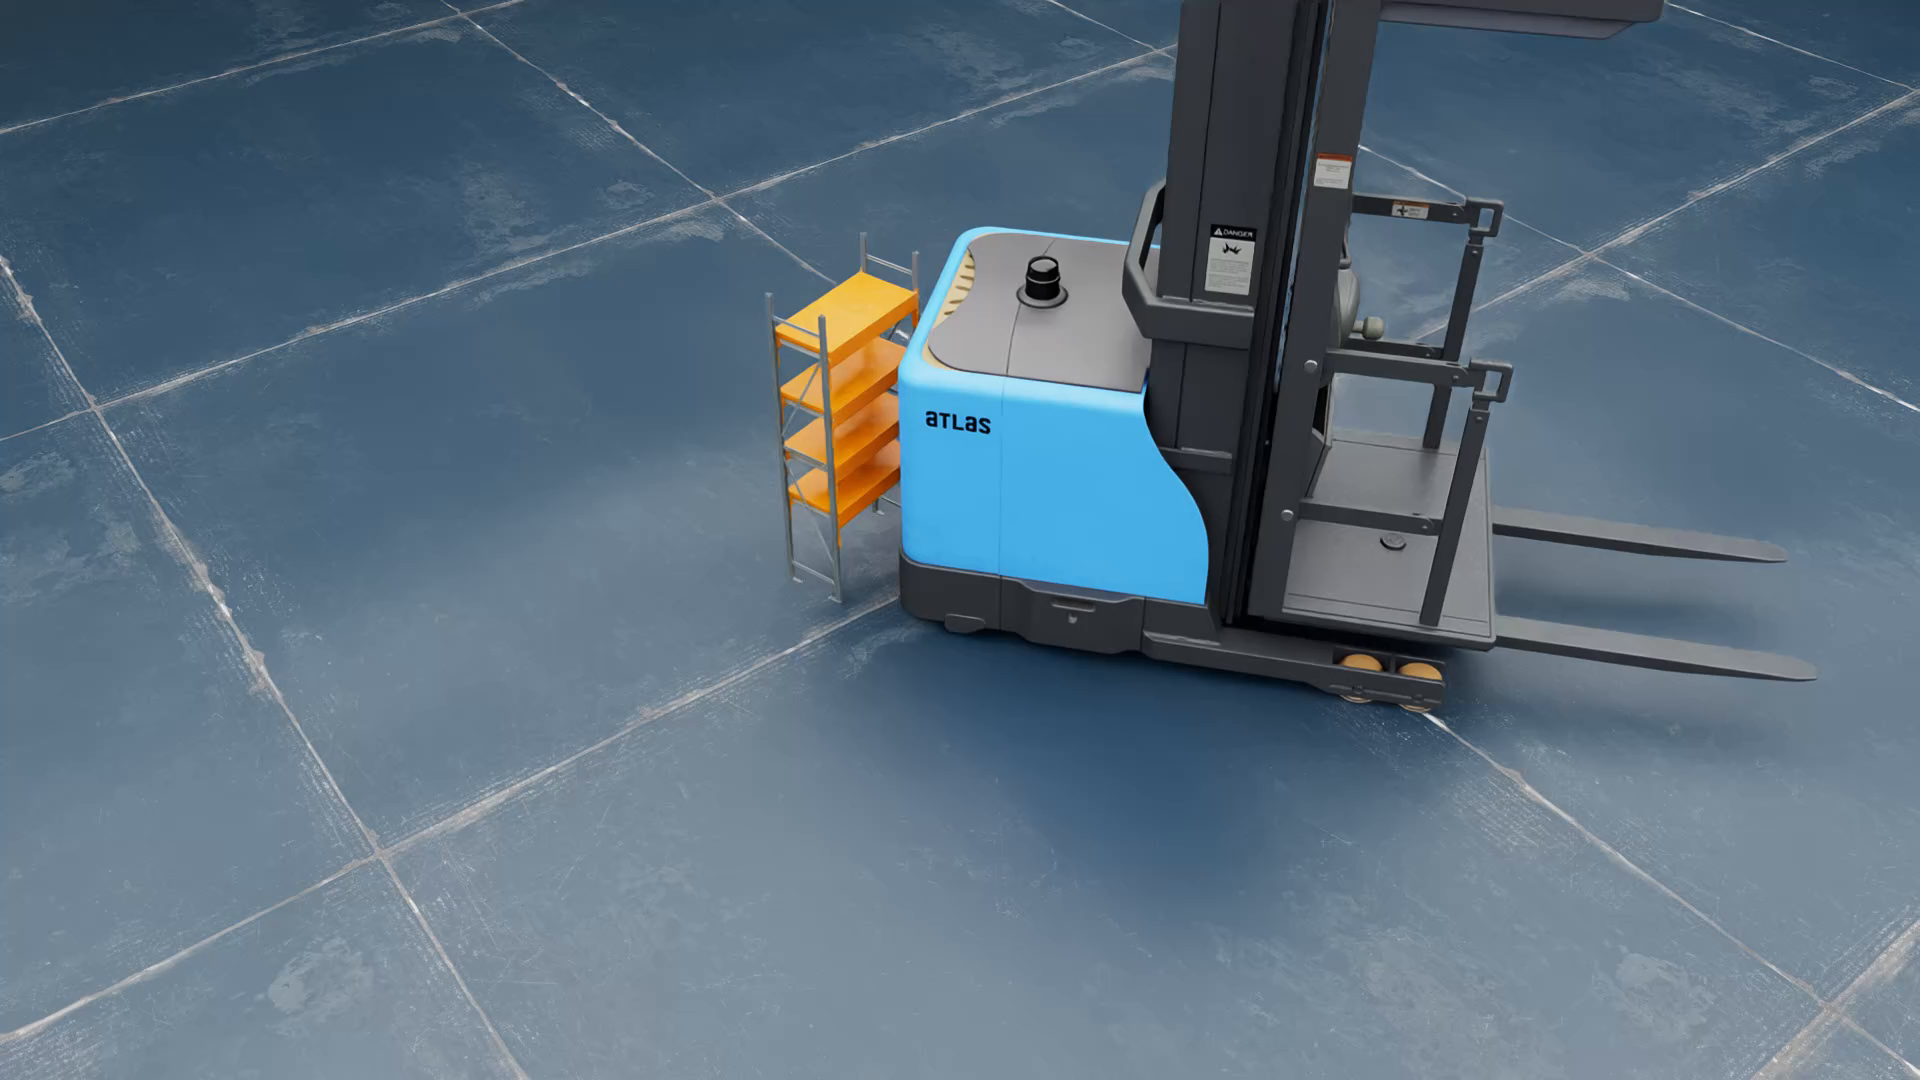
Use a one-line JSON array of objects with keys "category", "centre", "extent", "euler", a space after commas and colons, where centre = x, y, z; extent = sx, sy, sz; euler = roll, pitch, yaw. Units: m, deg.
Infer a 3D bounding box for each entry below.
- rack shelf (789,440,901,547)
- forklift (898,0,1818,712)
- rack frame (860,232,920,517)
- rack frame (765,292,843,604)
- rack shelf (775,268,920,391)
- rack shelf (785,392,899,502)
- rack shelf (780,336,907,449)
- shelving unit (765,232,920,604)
[{"category": "rack shelf", "centre": [-0.380, -0.201, 5.968], "extent": [0.258, 0.148, 0.480], "euler": [25, 45, 27]}, {"category": "forklift", "centre": [1.360, -0.931, 5.074], "extent": [3.031, 2.935, 1.130], "euler": [8, 40, 10]}, {"category": "rack frame", "centre": [-0.237, -0.532, 5.952], "extent": [0.240, 1.200, 0.015], "euler": [25, 45, 27]}, {"category": "rack frame", "centre": [-0.523, -0.281, 5.646], "extent": [0.240, 1.200, 0.015], "euler": [25, 45, 27]}, {"category": "rack shelf", "centre": [-0.380, -0.710, 5.550], "extent": [0.258, 0.148, 0.480], "euler": [25, 45, 27]}, {"category": "rack shelf", "centre": [-0.380, -0.354, 5.842], "extent": [0.258, 0.148, 0.480], "euler": [25, 45, 27]}, {"category": "rack shelf", "centre": [-0.380, -0.527, 5.700], "extent": [0.258, 0.148, 0.480], "euler": [25, 45, 27]}, {"category": "shelving unit", "centre": [-0.380, -0.406, 5.799], "extent": [0.258, 1.200, 0.503], "euler": [25, 45, 27]}]
